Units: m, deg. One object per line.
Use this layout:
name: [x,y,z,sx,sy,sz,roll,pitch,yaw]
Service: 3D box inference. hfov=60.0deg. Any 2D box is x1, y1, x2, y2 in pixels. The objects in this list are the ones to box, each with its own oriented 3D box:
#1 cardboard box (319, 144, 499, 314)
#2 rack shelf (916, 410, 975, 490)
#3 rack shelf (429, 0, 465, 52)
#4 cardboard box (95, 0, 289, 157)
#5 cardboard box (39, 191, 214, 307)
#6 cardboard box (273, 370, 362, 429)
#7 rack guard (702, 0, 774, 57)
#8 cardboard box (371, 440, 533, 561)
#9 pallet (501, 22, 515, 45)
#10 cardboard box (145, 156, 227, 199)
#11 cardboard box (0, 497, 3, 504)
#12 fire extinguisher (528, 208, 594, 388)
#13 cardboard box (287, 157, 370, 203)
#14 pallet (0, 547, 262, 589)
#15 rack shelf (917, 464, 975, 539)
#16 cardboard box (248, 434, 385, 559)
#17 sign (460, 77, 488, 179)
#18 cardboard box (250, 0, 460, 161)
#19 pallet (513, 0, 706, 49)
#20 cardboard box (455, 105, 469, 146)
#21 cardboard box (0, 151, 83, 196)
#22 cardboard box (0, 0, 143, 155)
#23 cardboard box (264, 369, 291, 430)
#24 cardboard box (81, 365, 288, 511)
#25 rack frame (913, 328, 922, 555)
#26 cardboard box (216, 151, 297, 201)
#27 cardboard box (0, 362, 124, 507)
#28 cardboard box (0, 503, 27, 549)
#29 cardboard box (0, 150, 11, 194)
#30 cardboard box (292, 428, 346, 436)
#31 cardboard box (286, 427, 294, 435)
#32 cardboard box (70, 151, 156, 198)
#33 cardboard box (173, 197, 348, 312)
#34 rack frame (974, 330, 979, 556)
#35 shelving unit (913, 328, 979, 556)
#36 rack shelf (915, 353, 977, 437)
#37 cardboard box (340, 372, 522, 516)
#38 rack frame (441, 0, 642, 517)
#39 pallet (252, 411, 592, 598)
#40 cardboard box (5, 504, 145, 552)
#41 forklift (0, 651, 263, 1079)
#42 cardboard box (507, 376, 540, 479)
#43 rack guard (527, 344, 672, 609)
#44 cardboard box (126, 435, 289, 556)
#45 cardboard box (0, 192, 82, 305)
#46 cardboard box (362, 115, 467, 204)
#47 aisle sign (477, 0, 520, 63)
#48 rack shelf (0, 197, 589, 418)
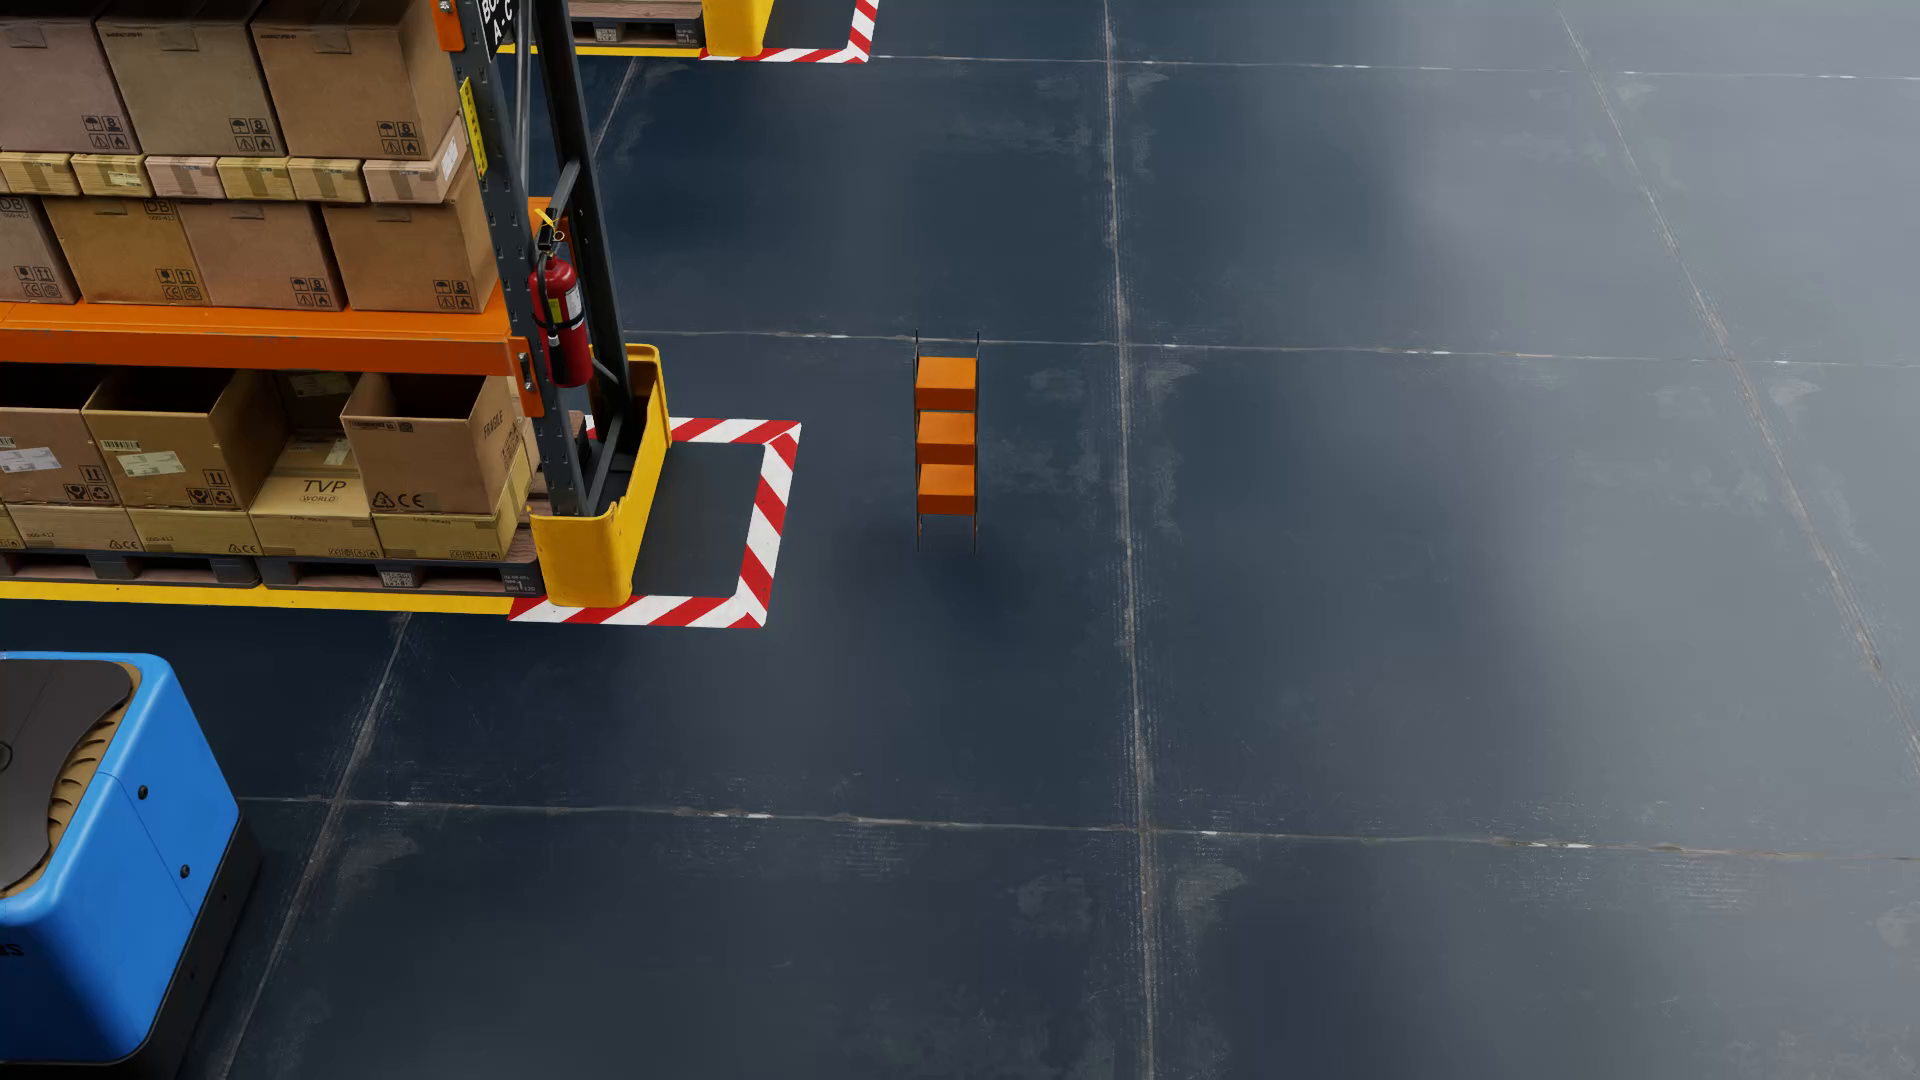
cardboard box: [-2.028,-1.274,6.344,0.500,0.500,0.700,2,43,2]
rack shelf: [-0.053,-0.378,6.901,0.240,0.259,0.215,2,43,2]
rack shelf: [-3.560,-2.110,5.642,4.000,0.370,1.077,2,43,2]
cardboard box: [-2.607,-1.763,5.917,0.500,0.500,0.700,1,43,1]
cardboard box: [-3.049,-1.306,6.378,0.500,0.500,0.700,2,43,2]
cardboard box: [-2.588,-0.819,7.087,0.500,0.500,0.500,2,43,2]
rack guard: [-1.414,-3.643,10.794,0.348,0.500,1.175,2,43,2]
cardboard box: [-2.111,-0.178,6.949,0.500,0.250,0.500,2,43,2]
pallet: [-3.440,-3.605,10.965,1.213,0.211,1.003,2,43,2]
cardboard box: [-2.721,-1.395,5.997,0.250,0.149,0.380,2,43,2]
cardboard box: [-4.110,-0.501,6.747,0.500,0.500,0.500,2,43,2]
fire extinguisher: [-1.465,-0.866,6.036,0.183,0.674,0.296,2,43,2]
cardboard box: [-2.214,-1.378,5.979,0.250,0.149,0.380,3,43,3]
pallet: [-3.544,-0.229,7.341,1.213,0.211,1.003,2,43,2]
rack shelf: [-0.053,-0.175,7.091,0.240,0.259,0.215,2,43,2]
cardboard box: [-2.611,-0.185,6.957,0.500,0.250,0.500,2,43,2]
sign: [-1.601,-1.356,5.482,0.005,0.325,0.100,2,43,2]
cardboard box: [-2.081,-1.751,5.903,0.500,0.500,0.700,2,43,2]
pallet: [-2.225,-3.566,10.923,1.213,0.211,1.003,2,43,2]
cardboard box: [-1.945,-1.647,6.268,0.250,0.149,0.380,1,43,2]
cardboard box: [-3.246,-1.409,6.013,0.250,0.149,0.380,3,43,3]
cardboard box: [-3.110,-1.778,5.933,0.500,0.500,0.700,2,43,2]
cardboard box: [-3.088,-0.825,7.094,0.500,0.500,0.500,2,43,2]
cardboard box: [-3.111,-0.471,6.714,0.500,0.500,0.500,2,43,2]
rack frame: [-0.175,-0.390,6.898,0.008,1.050,0.200,2,43,2]
cardboard box: [-2.470,-1.385,5.987,0.250,0.149,0.380,1,43,1]
cardboard box: [-3.611,-0.487,6.732,0.500,0.500,0.500,2,43,2]
cardboard box: [-4.110,-0.227,7.002,0.500,0.250,0.500,2,43,2]
cardboard box: [-3.502,-1.417,6.021,0.250,0.149,0.380,1,43,1]
cardboard box: [-2.588,-0.543,7.341,0.500,0.250,0.500,2,43,2]
cardboard box: [-3.087,-0.559,7.358,0.500,0.250,0.500,2,43,2]
cardboard box: [-2.983,-1.402,6.006,0.250,0.149,0.380,3,43,3]
cardboard box: [-2.553,-1.287,6.358,0.500,0.500,0.700,3,43,3]
rack frame: [0.068,-0.382,6.890,0.008,1.050,0.200,2,43,2]
shelving unit: [-0.053,-0.386,6.894,0.252,1.050,0.215,2,43,2]
rack shelf: [-0.053,-0.586,6.708,0.240,0.259,0.215,2,43,2]
cardboard box: [-2.112,-0.450,6.692,0.500,0.500,0.500,2,43,2]
rack frame: [-1.562,-1.215,6.353,0.127,3.000,1.000,2,43,2]
pallet: [-2.328,-0.189,7.298,1.213,0.211,1.003,2,43,2]
cardboard box: [-3.610,-0.215,6.990,0.500,0.250,0.500,2,43,2]
forklift: [-4.010,0.381,4.690,3.031,2.935,1.130,1,43,1]
cardboard box: [-2.088,-0.530,7.328,0.500,0.250,0.500,2,43,2]
rack guard: [-1.538,-0.299,7.205,0.348,0.500,1.175,2,43,2]
cardboard box: [-3.111,-0.199,6.972,0.500,0.250,0.500,2,43,2]
cardboard box: [-3.575,-1.320,6.393,0.500,0.500,0.700,3,43,3]
cardboard box: [-1.953,-1.371,5.971,0.250,0.149,0.380,1,43,1]
aisle sign: [-1.510,-1.964,5.250,0.004,0.787,0.394,2,43,2]
rack shelf: [-3.560,-1.013,6.664,4.000,0.370,1.077,2,43,2]
